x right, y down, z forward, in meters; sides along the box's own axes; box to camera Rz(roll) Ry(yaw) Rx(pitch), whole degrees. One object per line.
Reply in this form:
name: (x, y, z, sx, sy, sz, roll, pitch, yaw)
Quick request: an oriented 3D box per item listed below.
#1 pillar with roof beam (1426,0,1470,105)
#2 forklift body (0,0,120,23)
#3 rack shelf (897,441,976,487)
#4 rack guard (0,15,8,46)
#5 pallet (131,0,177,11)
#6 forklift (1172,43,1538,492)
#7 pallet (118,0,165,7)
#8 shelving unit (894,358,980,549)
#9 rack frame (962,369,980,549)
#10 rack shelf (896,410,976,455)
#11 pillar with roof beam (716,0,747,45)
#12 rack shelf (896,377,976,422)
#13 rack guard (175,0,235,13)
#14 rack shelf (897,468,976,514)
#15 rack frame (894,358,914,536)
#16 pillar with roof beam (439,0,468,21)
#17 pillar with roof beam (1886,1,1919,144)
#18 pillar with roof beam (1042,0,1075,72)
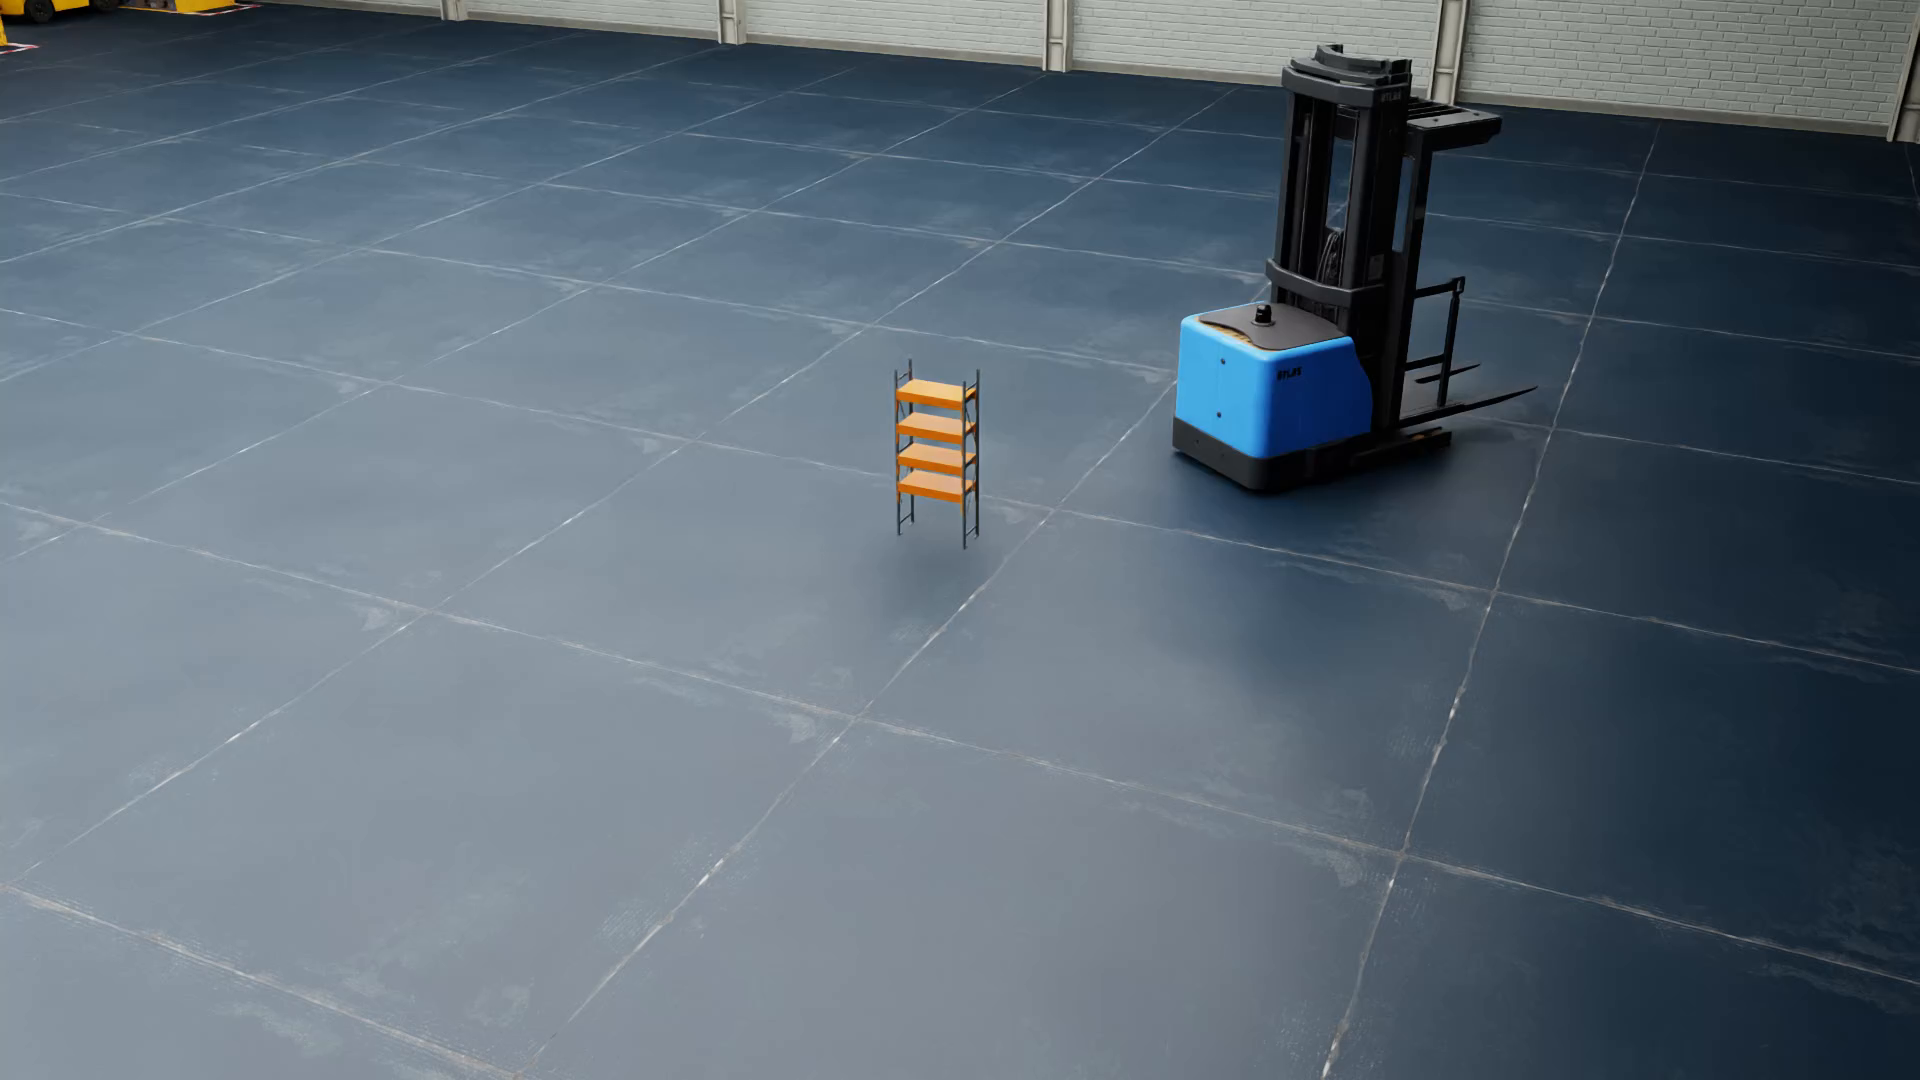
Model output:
pillar with roof beam: (5.229, -8.685, 18.702, 0.400, 9.000, 9.100, 11, 28, 22)
forklift body: (-17.057, -10.855, 30.863, 1.214, 2.155, 2.313, 11, 28, 22)
rack shelf: (-0.151, -0.508, 11.076, 0.480, 0.148, 0.258, 11, 28, 22)
rack guard: (-16.696, -8.519, 27.986, 0.348, 0.500, 1.175, 11, 28, 22)
pallet: (-15.289, -10.495, 32.327, 1.213, 0.211, 1.003, 11, 28, 22)
forklift: (3.131, -2.127, 12.252, 3.031, 2.935, 1.130, -15, 30, -27)
pallet: (-16.396, -10.718, 32.781, 1.213, 0.211, 1.003, 11, 28, 22)
shelving unit: (-0.151, -0.569, 11.046, 0.503, 1.200, 0.258, 11, 28, 22)
rack frame: (0.071, -0.524, 10.956, 0.015, 1.200, 0.240, 11, 28, 22)
rack shelf: (-0.151, -0.709, 10.977, 0.480, 0.148, 0.258, 11, 28, 22)
pillar with roof beam: (-5.695, -10.879, 23.158, 0.400, 9.000, 9.100, 11, 28, 22)
rack shelf: (-0.151, -0.921, 10.873, 0.480, 0.148, 0.258, 11, 28, 22)
rack guard: (-14.554, -10.497, 32.004, 0.348, 0.500, 1.175, 11, 28, 22)
rack shelf: (-0.151, -0.330, 11.164, 0.480, 0.148, 0.258, 11, 28, 22)
rack frame: (-0.373, -0.613, 11.137, 0.015, 1.200, 0.240, 11, 28, 22)
pillar with roof beam: (-11.156, -11.976, 25.386, 0.400, 9.000, 9.100, 11, 28, 22)
pillar with roof beam: (10.691, -7.588, 16.474, 0.400, 9.000, 9.100, 11, 28, 22)
pillar with roof beam: (-0.233, -9.782, 20.930, 0.400, 9.000, 9.100, 11, 28, 22)
